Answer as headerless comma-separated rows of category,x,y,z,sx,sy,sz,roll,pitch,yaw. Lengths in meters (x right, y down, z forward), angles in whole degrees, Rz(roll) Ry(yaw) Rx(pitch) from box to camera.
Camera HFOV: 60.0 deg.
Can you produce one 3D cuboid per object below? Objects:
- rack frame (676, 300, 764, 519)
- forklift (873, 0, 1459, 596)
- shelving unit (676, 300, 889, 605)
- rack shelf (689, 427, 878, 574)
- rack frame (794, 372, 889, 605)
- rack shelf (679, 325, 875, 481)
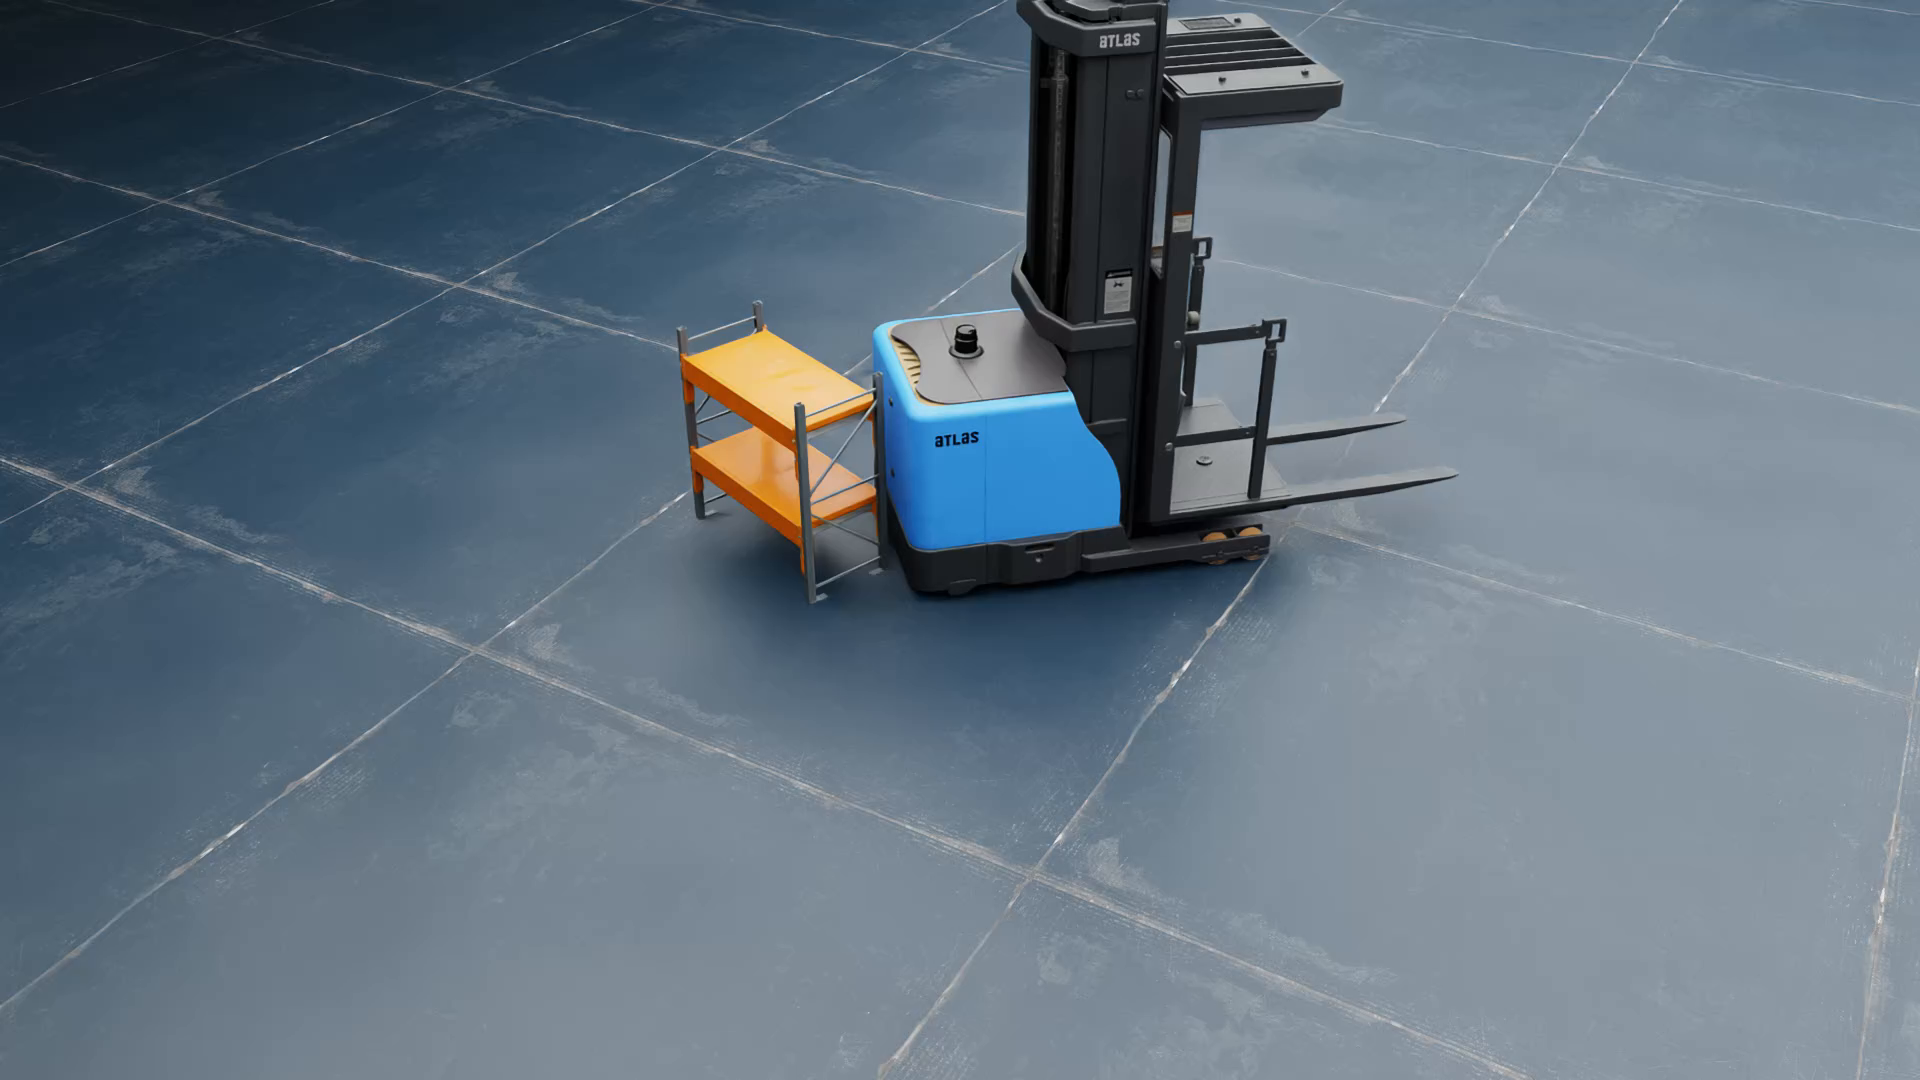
rack frame,-1.218,-0.673,8.745,0.500,1.125,0.032,-25,41,-32
forklift,1.115,-1.369,8.161,3.031,2.935,1.130,-8,34,-11
shelving unit,-0.892,-0.456,8.421,0.538,1.125,1.048,-25,41,-32
rack shelf,-0.892,-0.253,8.556,0.538,0.278,1.000,-25,41,-32
rack frame,-0.566,-0.240,8.096,0.500,1.125,0.032,-25,41,-32
rack shelf,-0.892,-0.700,8.258,0.538,0.278,1.000,-25,41,-32
